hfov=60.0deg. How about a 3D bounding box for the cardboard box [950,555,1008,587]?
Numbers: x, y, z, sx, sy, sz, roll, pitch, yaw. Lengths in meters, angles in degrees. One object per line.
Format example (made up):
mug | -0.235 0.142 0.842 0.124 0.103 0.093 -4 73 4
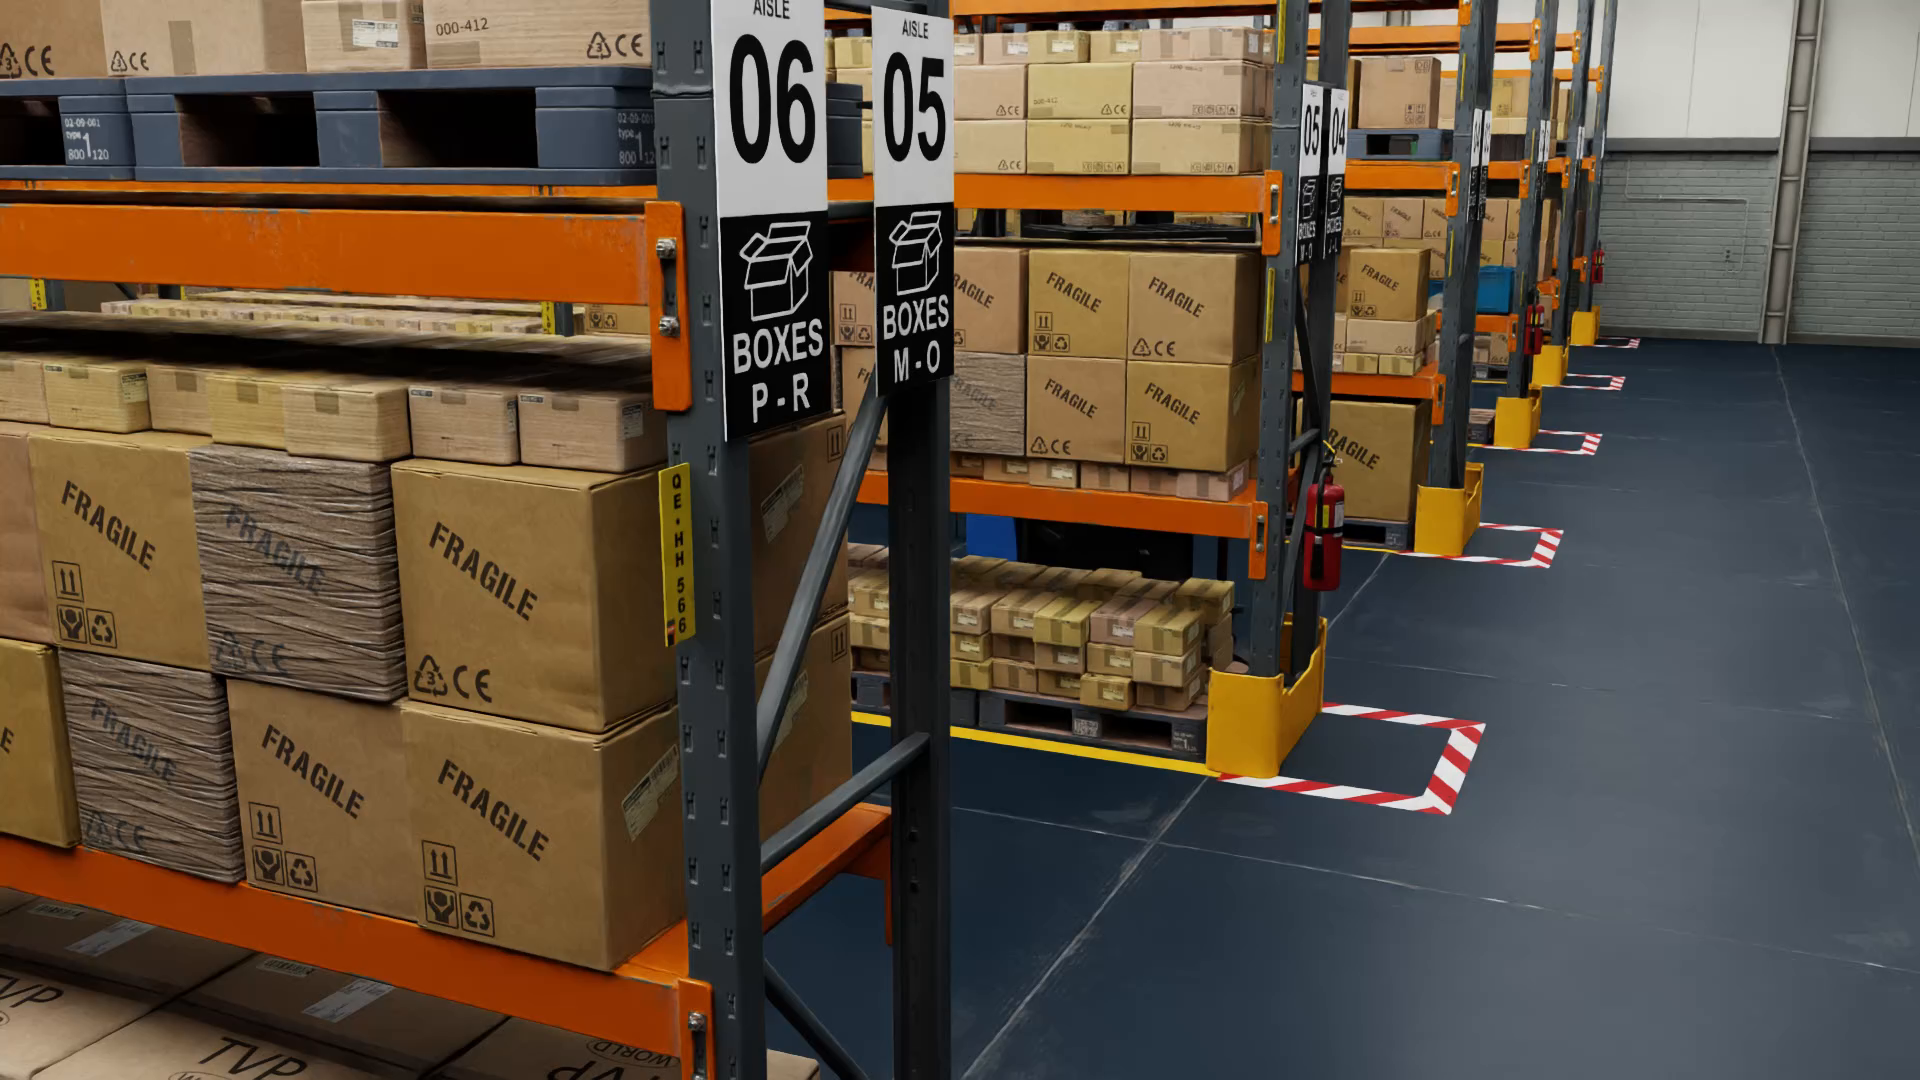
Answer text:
cardboard box | 0.081 0.207 9.325 0.250 0.149 0.380 6 14 24

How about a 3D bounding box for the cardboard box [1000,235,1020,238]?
cardboard box | 0.606 -2.297 14.012 0.500 0.500 0.500 6 15 25

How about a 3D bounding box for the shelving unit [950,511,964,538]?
shelving unit | 0.049 -0.506 12.614 0.252 1.050 0.215 6 14 23

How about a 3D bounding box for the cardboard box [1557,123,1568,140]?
cardboard box | 8.977 -6.233 25.375 0.500 0.250 0.500 6 15 25

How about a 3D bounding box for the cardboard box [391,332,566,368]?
cardboard box | -1.199 -0.426 4.178 0.250 0.149 0.380 5 14 21

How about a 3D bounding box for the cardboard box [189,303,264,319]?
cardboard box | -4.626 -1.406 10.509 0.250 0.149 0.380 5 14 21

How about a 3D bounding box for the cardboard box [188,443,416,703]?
cardboard box | -1.306 0.021 3.692 0.500 0.500 0.500 6 14 23

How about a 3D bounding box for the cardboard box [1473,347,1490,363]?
cardboard box | 6.820 -2.435 21.805 0.250 0.166 0.380 6 14 23

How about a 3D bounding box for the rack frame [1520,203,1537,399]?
rack frame | 5.740 -2.510 16.886 0.053 2.616 0.949 6 14 23

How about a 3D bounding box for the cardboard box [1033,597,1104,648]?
cardboard box | 0.552 0.415 8.437 0.250 0.149 0.380 5 14 22

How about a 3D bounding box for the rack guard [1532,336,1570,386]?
rack guard | 7.681 -2.335 21.612 0.348 0.500 1.175 6 14 23

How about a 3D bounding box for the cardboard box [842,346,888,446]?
cardboard box | -0.269 -0.773 8.613 0.500 0.500 0.500 7 15 26

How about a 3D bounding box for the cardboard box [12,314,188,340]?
cardboard box | -2.382 -0.534 4.638 0.250 0.149 0.380 5 14 22

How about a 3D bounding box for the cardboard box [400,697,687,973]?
cardboard box | -0.827 0.556 3.602 0.500 0.500 0.500 6 14 24

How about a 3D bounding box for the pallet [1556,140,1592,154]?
pallet | 9.071 -6.064 25.658 1.213 0.211 1.003 6 14 23

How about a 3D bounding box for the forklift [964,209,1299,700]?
forklift | 0.974 -0.759 9.573 1.130 2.935 3.031 -4 14 -18

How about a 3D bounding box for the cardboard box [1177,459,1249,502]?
cardboard box | 1.221 -0.299 8.011 0.250 0.149 0.380 6 14 23

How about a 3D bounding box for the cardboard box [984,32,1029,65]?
cardboard box | 0.297 -2.349 7.993 0.250 0.149 0.380 5 14 22

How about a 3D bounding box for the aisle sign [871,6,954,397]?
aisle sign | -0.096 -0.726 3.592 0.004 0.787 0.394 6 14 23

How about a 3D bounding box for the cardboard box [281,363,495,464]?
cardboard box | -1.200 -0.274 3.528 0.250 0.149 0.380 6 14 23

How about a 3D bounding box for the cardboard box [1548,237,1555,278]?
cardboard box | 7.452 -3.690 21.695 0.500 0.500 0.500 6 15 24

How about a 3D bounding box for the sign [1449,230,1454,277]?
sign | 3.503 -2.043 11.843 0.005 0.325 0.100 6 14 23

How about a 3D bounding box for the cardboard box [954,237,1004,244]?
cardboard box | -0.067 -1.372 8.975 0.500 0.500 0.500 5 14 21

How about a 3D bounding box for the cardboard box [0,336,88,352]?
cardboard box | -2.368 -0.400 4.064 0.250 0.149 0.380 6 14 23

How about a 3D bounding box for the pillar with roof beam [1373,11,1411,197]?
pillar with roof beam | 5.343 -7.088 23.261 0.400 9.000 9.100 6 14 23

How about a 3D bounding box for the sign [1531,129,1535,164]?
sign | 5.533 -3.804 16.062 0.005 0.325 0.100 6 14 23

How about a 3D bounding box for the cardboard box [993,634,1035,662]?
cardboard box | 0.356 0.506 8.704 0.250 0.149 0.380 6 14 23

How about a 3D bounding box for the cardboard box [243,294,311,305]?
cardboard box | -4.579 -1.564 11.183 0.250 0.149 0.380 6 15 25

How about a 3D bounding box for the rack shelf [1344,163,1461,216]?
rack shelf | 1.906 -2.771 13.008 4.000 0.370 1.077 6 14 23

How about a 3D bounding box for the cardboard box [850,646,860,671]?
cardboard box | -0.618 0.576 9.055 0.250 0.149 0.380 5 14 22

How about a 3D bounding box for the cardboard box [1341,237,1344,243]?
cardboard box | 4.919 -3.813 22.220 0.500 0.500 0.500 6 15 24

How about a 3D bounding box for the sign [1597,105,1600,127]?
sign | 9.521 -6.321 24.795 0.005 0.325 0.100 6 14 23

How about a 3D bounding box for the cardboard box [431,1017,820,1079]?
cardboard box | -0.923 1.596 4.075 0.875 0.438 0.875 5 14 21

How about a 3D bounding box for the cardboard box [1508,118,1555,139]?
cardboard box | 7.178 -5.170 20.890 0.500 0.250 0.500 6 14 23

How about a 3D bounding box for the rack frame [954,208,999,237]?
rack frame | 0.078 -1.846 14.058 0.127 3.000 1.000 6 14 23

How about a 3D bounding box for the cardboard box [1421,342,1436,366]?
cardboard box | 3.544 -1.456 12.943 0.250 0.149 0.380 6 14 24

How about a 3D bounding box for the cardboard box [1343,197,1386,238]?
cardboard box | 5.352 -4.253 21.906 0.500 0.500 0.500 5 14 22

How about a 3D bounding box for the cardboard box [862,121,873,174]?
cardboard box | -0.301 -1.963 8.318 0.500 0.250 0.500 6 15 26

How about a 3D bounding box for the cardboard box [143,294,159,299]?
cardboard box | -8.255 -2.484 17.323 0.250 0.149 0.380 6 14 23

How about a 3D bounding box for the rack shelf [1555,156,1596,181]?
rack shelf | 7.925 -5.875 26.236 4.000 0.370 1.077 6 14 23

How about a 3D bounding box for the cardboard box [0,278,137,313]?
cardboard box | -6.087 -1.769 11.320 0.500 0.500 0.700 6 14 23

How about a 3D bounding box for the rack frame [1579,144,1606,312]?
rack frame | 9.754 -4.580 25.708 0.127 3.000 1.000 6 14 23

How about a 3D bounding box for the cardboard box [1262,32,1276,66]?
cardboard box | 1.430 -2.352 8.007 0.250 0.149 0.380 6 14 23

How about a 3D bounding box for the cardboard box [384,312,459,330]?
cardboard box | -3.191 -1.261 9.892 0.250 0.149 0.380 6 14 23

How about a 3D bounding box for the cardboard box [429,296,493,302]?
cardboard box | -4.640 -2.542 15.884 0.500 0.500 0.700 8 16 32

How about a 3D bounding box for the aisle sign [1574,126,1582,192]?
aisle sign | 7.689 -4.740 20.700 0.004 0.787 0.394 6 14 23

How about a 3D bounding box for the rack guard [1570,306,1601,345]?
rack guard | 9.776 -3.361 25.984 0.348 0.500 1.175 6 14 23

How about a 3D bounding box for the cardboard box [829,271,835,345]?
cardboard box | -0.781 -1.310 8.711 0.500 0.500 0.500 6 14 24

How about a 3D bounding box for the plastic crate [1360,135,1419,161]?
plastic crate | 4.456 -4.140 17.401 0.767 0.338 0.504 6 14 23

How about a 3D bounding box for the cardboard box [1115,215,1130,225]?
cardboard box | 2.453 -4.319 23.456 0.500 0.500 0.700 2 13 9

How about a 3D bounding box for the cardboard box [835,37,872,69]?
cardboard box | -0.429 -2.414 8.271 0.250 0.149 0.380 5 14 22

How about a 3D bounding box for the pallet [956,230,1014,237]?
pallet | 0.613 -5.402 29.628 1.213 0.211 1.003 6 14 23

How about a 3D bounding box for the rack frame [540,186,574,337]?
rack frame | -2.024 -0.820 9.683 0.127 3.000 1.000 6 14 23

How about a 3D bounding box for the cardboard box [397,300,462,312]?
cardboard box | -3.380 -1.444 10.669 0.250 0.149 0.380 6 15 25

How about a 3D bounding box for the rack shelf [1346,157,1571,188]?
rack shelf | 5.922 -4.840 21.825 4.000 0.370 1.077 6 14 23

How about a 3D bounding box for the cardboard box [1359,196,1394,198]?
cardboard box | 5.591 -4.364 22.381 0.500 0.500 0.500 6 14 24
